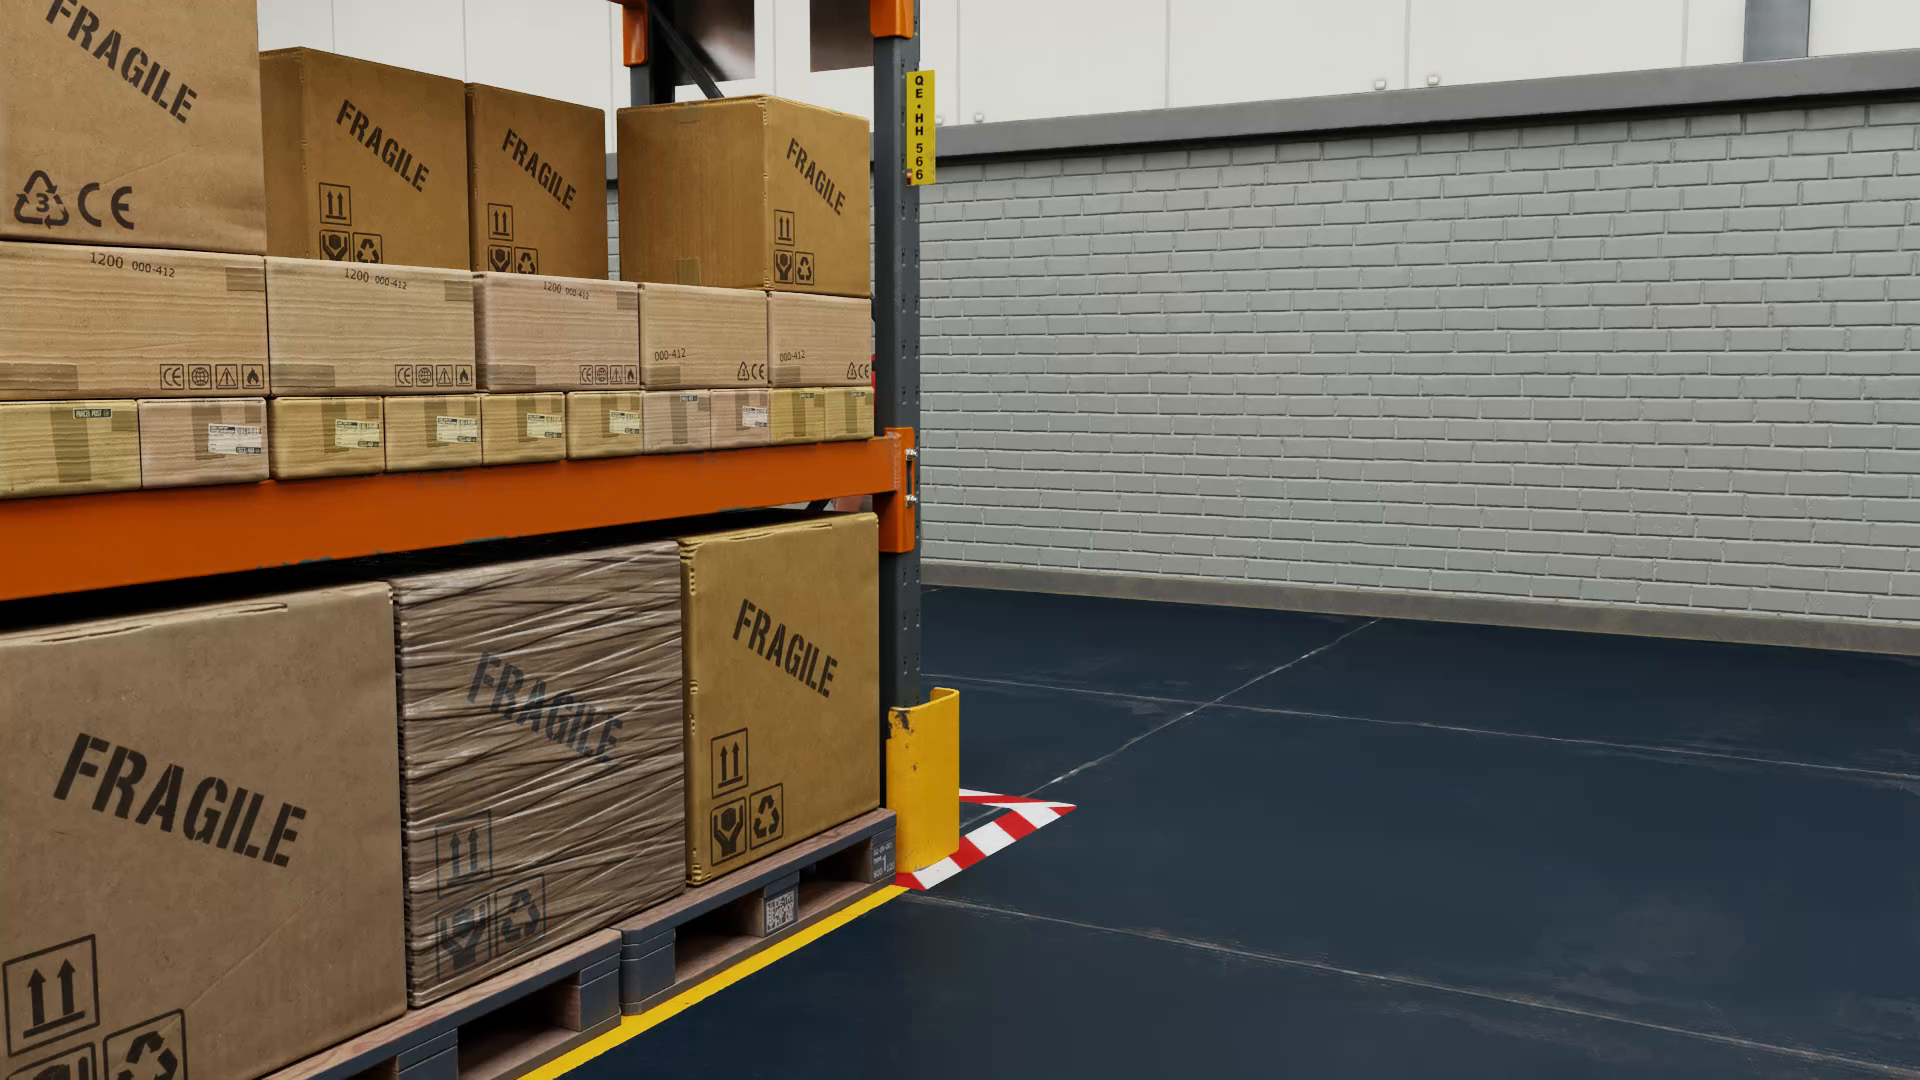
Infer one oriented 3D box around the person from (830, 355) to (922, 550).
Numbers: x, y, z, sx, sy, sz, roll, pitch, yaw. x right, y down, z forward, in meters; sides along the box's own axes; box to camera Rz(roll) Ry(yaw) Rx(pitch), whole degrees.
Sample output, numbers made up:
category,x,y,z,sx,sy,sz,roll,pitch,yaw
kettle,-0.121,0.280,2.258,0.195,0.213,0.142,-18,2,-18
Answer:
category,x,y,z,sx,sy,sz,roll,pitch,yaw
person,-0.361,-0.013,6.325,0.396,1.726,0.606,2,6,18
